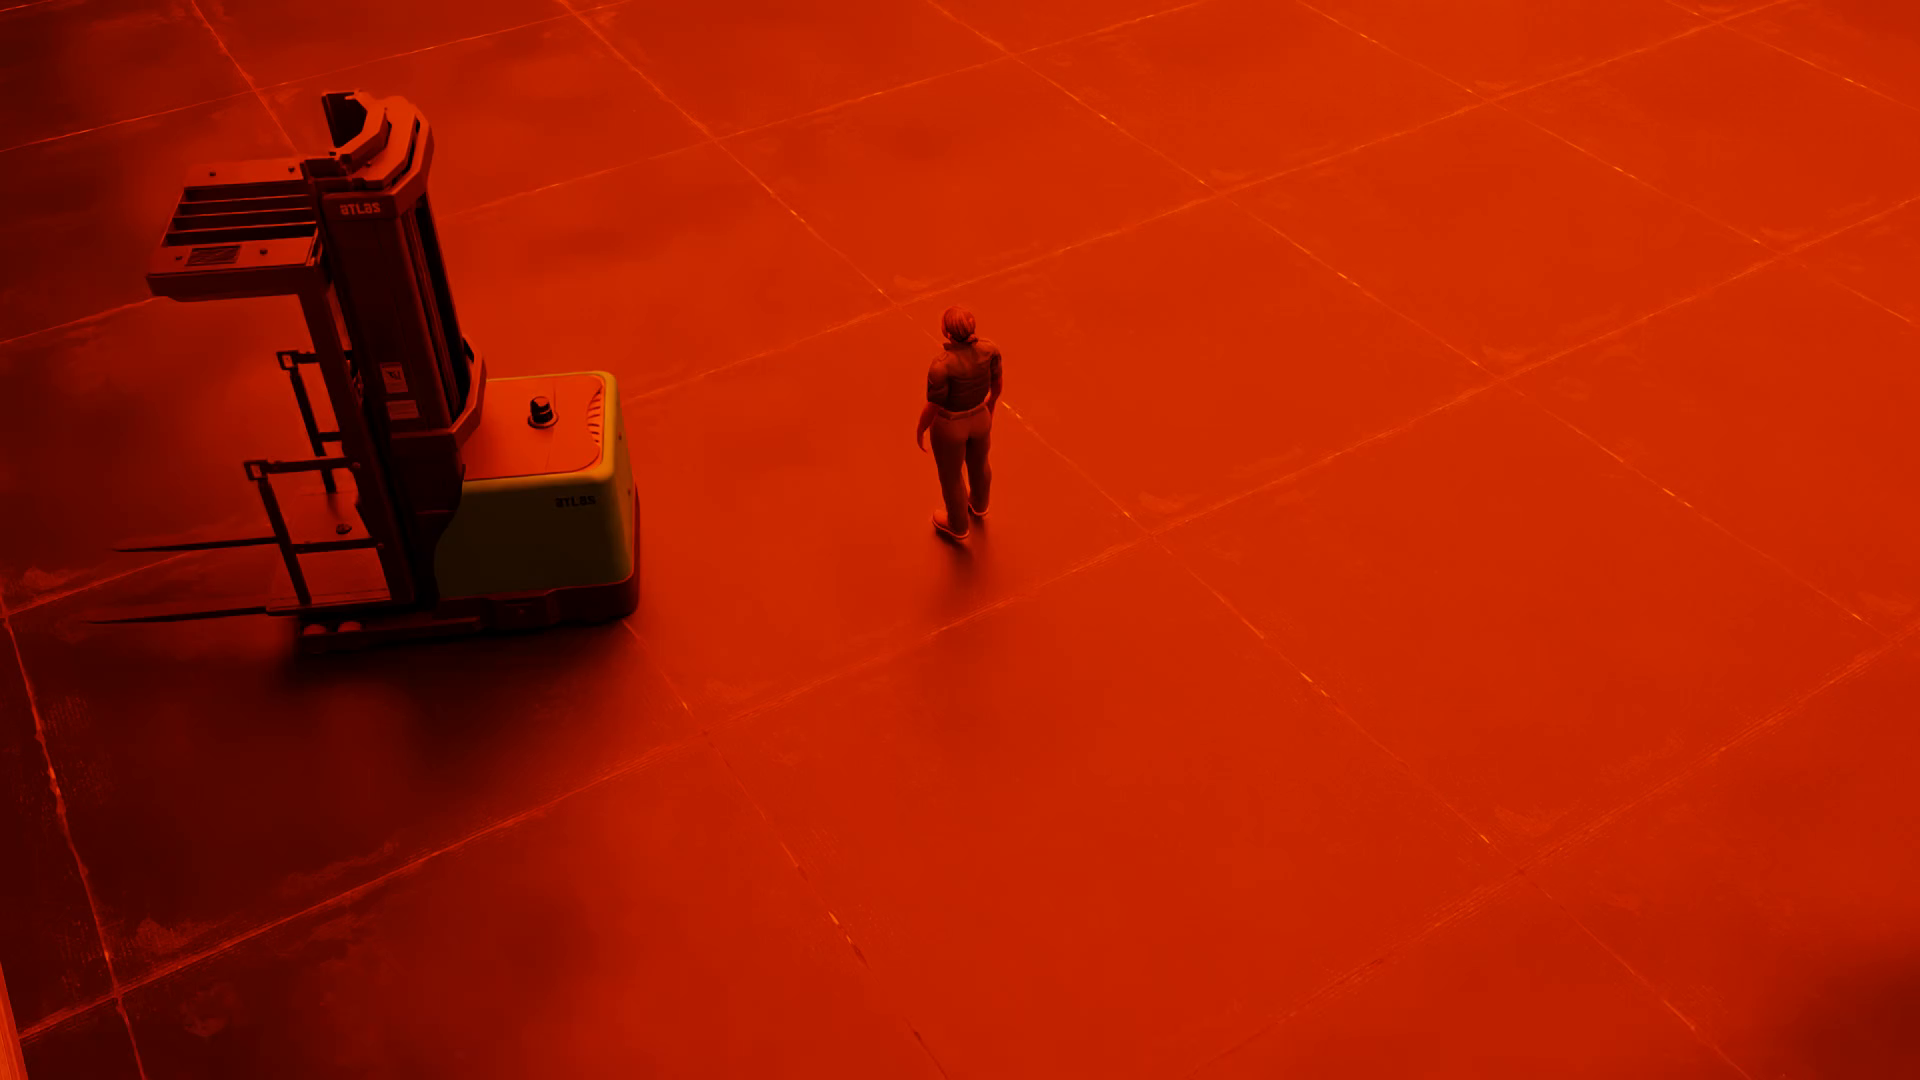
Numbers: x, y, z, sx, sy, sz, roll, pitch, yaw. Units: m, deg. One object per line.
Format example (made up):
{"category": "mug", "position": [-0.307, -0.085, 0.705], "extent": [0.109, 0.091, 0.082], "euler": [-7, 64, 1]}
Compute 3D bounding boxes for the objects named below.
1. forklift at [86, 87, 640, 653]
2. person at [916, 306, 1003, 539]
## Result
{"category": "forklift", "position": [-3.409, -0.838, 8.829], "extent": [3.031, 2.935, 1.130], "euler": [-5, 41, -6]}
{"category": "person", "position": [-0.031, -0.714, 9.586], "extent": [0.570, 1.655, 0.503], "euler": [-23, 46, -24]}
